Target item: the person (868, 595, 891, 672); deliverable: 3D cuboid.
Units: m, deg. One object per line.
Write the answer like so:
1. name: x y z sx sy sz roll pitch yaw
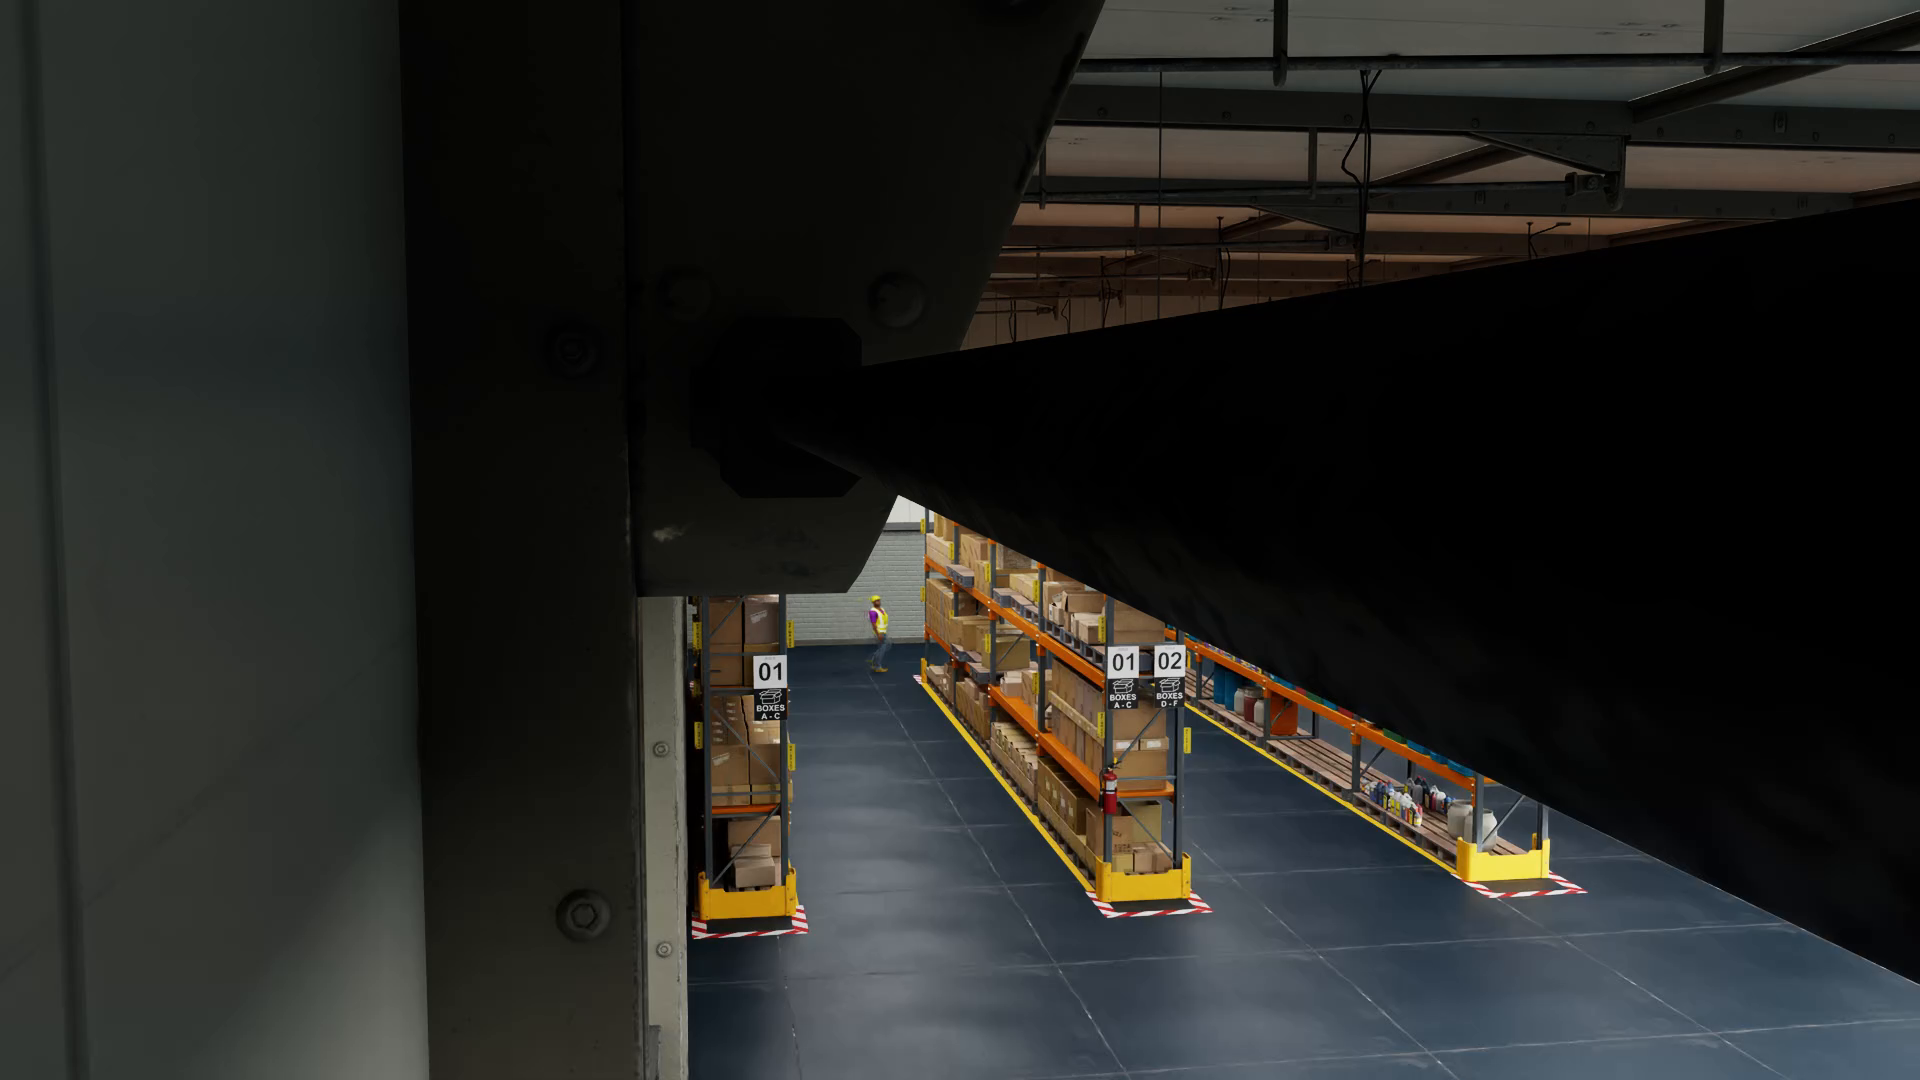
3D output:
1. person: -1.821 2.124 37.720 0.506 1.741 0.612 0 5 -1
